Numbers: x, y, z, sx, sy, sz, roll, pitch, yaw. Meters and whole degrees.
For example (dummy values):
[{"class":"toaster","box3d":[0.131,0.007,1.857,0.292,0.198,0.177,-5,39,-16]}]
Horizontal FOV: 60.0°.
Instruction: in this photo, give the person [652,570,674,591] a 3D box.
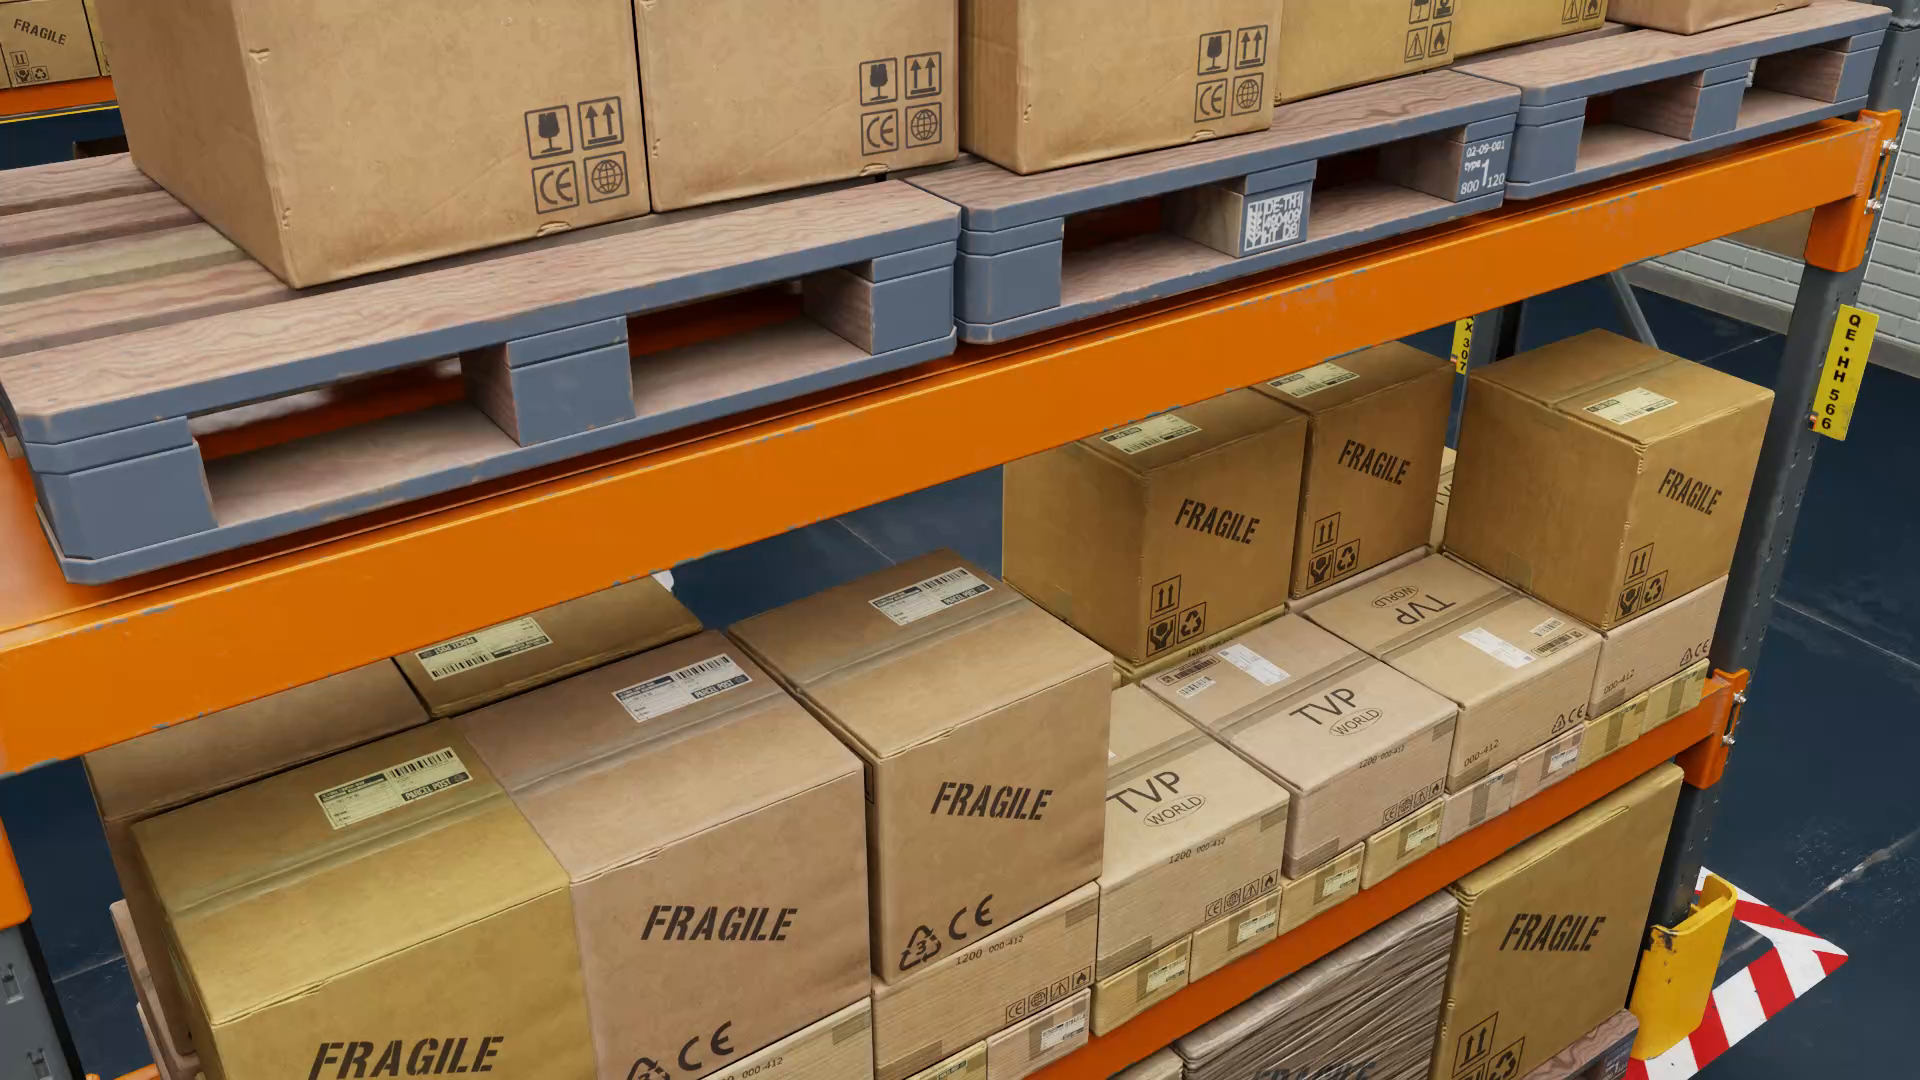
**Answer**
[{"class":"person","box3d":[-1.396,0.432,5.715,0.887,1.306,0.410,-20,34,-32]}]
